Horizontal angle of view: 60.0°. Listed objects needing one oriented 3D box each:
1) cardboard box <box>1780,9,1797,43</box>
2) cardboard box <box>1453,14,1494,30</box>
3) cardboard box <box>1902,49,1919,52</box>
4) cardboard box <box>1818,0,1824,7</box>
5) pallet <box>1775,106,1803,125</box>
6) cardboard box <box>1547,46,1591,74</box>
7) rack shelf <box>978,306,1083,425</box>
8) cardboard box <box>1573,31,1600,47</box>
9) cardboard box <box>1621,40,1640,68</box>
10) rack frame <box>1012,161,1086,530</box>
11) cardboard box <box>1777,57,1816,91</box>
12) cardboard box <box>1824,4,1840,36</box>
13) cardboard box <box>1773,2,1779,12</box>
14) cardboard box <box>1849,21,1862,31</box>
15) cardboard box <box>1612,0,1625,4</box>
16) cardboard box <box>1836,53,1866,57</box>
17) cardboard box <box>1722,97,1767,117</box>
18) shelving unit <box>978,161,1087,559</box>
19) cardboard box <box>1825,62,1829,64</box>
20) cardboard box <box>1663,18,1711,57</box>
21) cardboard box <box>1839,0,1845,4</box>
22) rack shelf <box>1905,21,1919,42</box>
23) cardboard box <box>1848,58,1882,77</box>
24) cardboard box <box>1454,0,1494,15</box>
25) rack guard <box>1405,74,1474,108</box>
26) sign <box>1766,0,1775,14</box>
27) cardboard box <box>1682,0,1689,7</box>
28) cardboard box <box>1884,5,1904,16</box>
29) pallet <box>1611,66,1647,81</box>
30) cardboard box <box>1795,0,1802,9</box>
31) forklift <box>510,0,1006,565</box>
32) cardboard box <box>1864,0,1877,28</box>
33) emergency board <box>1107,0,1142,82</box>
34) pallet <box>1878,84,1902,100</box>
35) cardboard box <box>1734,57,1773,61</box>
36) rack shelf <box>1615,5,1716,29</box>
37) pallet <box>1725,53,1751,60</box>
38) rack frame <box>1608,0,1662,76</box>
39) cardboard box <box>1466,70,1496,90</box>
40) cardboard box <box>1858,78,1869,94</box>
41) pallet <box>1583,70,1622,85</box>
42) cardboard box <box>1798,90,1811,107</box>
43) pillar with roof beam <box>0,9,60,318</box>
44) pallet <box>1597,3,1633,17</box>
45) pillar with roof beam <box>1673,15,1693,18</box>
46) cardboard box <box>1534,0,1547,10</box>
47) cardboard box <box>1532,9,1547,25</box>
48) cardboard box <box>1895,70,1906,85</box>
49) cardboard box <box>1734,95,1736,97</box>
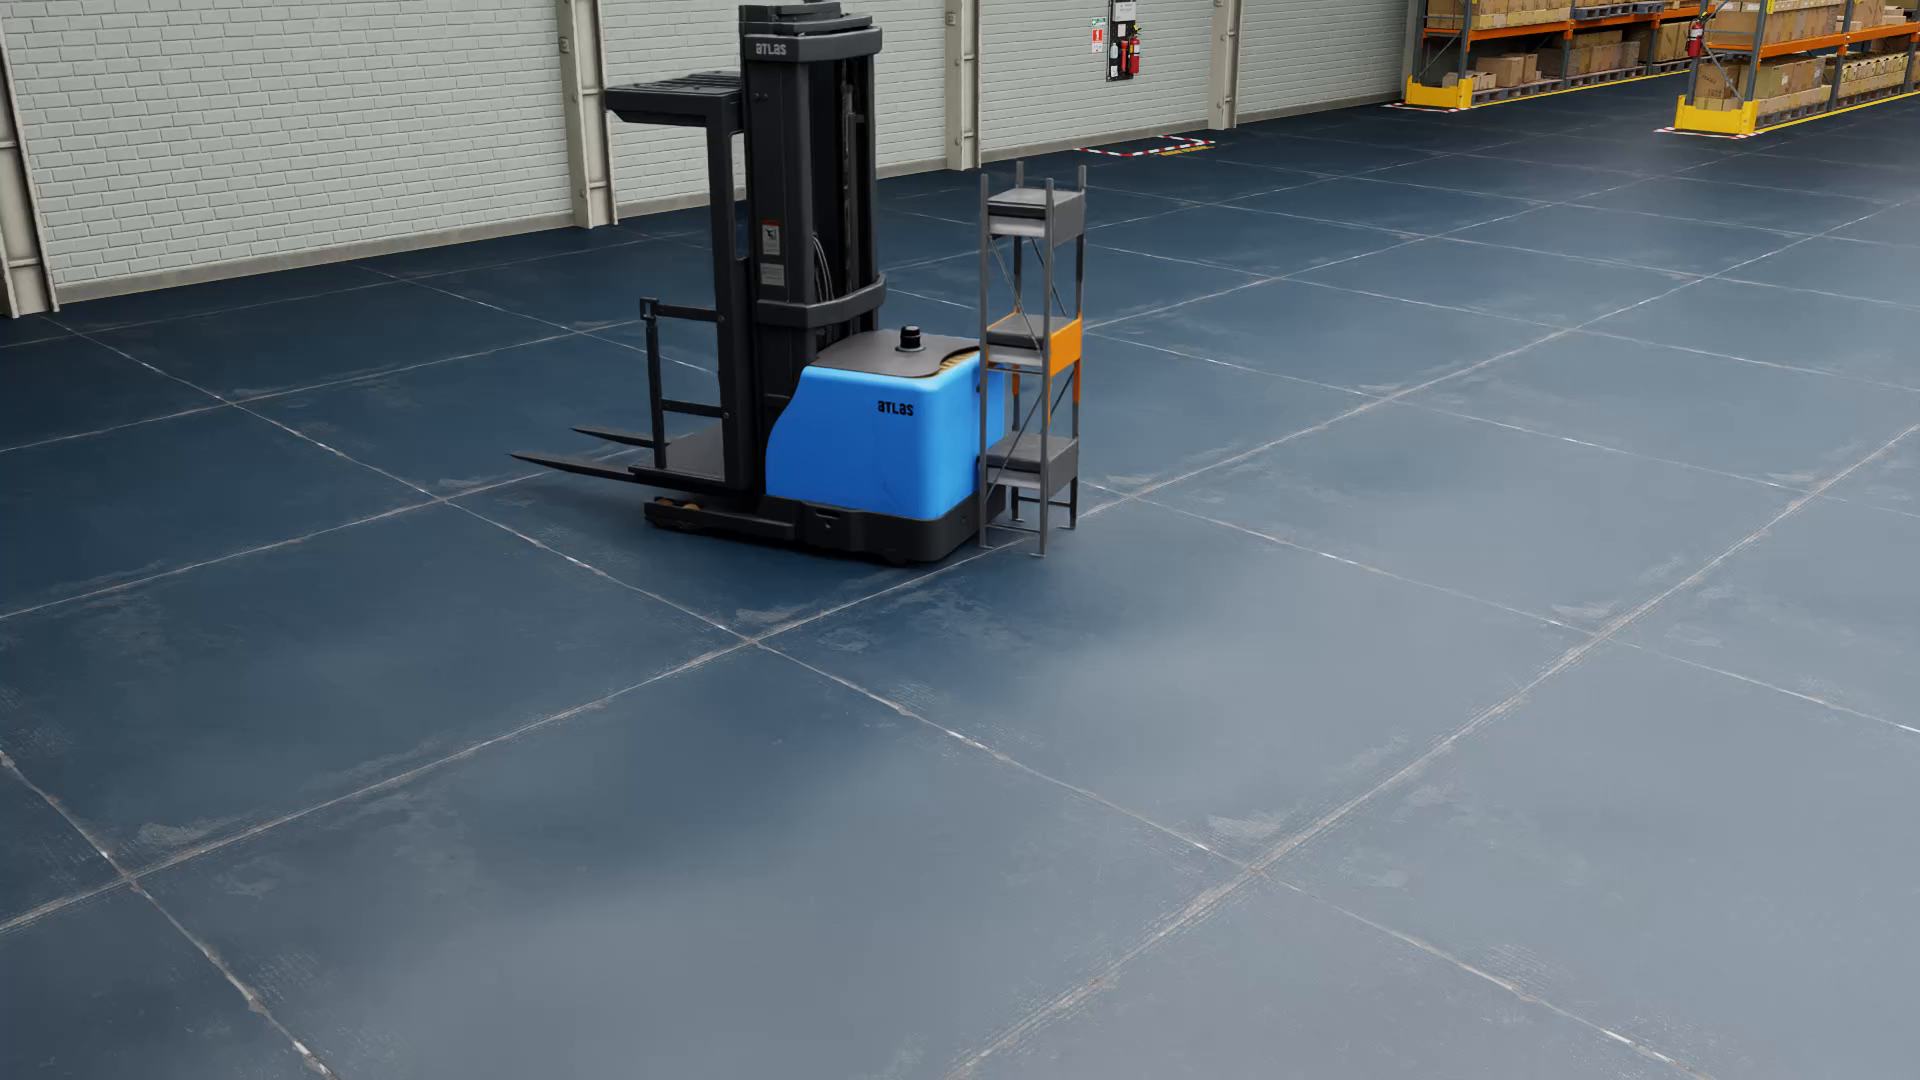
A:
[{"bbox_3d":[13.149,-8.404,27.119,0.700,0.500,0.500,19,28,41],"label":"cardboard box"},{"bbox_3d":[9.117,-9.202,29.517,0.500,0.250,0.500,18,28,39],"label":"cardboard box"},{"bbox_3d":[18.565,-9.255,32.343,0.500,0.500,0.500,18,27,39],"label":"cardboard box"},{"bbox_3d":[14.144,-8.971,27.691,0.380,0.149,0.250,19,28,40],"label":"cardboard box"},{"bbox_3d":[13.455,-7.196,28.002,1.003,0.211,1.213,19,28,41],"label":"pallet"},{"bbox_3d":[12.166,-9.623,33.300,0.700,0.500,0.500,19,28,40],"label":"cardboard box"},{"bbox_3d":[0.395,-0.975,9.222,0.431,0.518,0.480,9,23,22],"label":"rack shelf"},{"bbox_3d":[12.506,-10.076,33.434,0.500,0.250,0.500,18,28,39],"label":"cardboard box"},{"bbox_3d":[13.665,-10.114,34.578,0.500,0.500,0.700,-20,29,-41],"label":"cardboard box"},{"bbox_3d":[0.495,-1.067,9.425,0.400,2.100,0.015,9,23,22],"label":"rack frame"},{"bbox_3d":[14.021,-7.840,27.993,0.500,0.500,0.500,19,28,41],"label":"cardboard box"},{"bbox_3d":[14.586,-8.937,28.507,0.700,0.500,0.500,18,28,39],"label":"cardboard box"},{"bbox_3d":[12.711,-8.443,26.317,0.380,0.149,0.250,18,28,39],"label":"cardboard box"},{"bbox_3d":[15.656,-9.066,29.330,0.380,0.149,0.250,19,28,41],"label":"cardboard box"},{"bbox_3d":[12.956,-11.076,33.459,0.700,0.500,0.500,19,28,41],"label":"cardboard box"},{"bbox_3d":[16.746,-9.011,31.302,0.500,0.311,0.500,18,28,39],"label":"cardboard box"},{"bbox_3d":[12.634,-6.973,26.782,0.500,0.250,0.500,19,28,41],"label":"cardboard box"},{"bbox_3d":[0.395,-0.988,9.217,0.431,2.100,0.503,9,23,22],"label":"shelving unit"},{"bbox_3d":[15.327,-8.492,29.953,0.500,0.311,0.500,-19,28,-41],"label":"cardboard box"},{"bbox_3d":[15.942,-11.065,36.594,0.750,0.750,0.750,-19,28,-40],"label":"cardboard box"},{"bbox_3d":[14.855,-9.232,28.370,0.380,0.149,0.250,19,28,41],"label":"cardboard box"},{"bbox_3d":[19.077,-10.213,32.967,1.077,0.370,4.000,19,28,41],"label":"rack shelf"},{"bbox_3d":[16.430,-8.620,30.286,0.500,0.311,0.500,-19,28,-41],"label":"cardboard box"},{"bbox_3d":[9.097,-9.554,29.386,0.500,0.500,0.500,19,28,41],"label":"cardboard box"},{"bbox_3d":[8.602,-8.070,29.873,1.175,0.500,0.348,19,28,41],"label":"rack guard"},{"bbox_3d":[12.494,-8.279,25.616,0.100,0.325,0.005,19,28,41],"label":"sign"},{"bbox_3d":[15.403,-11.530,35.714,0.250,0.149,0.380,-20,28,-41],"label":"cardboard box"},{"bbox_3d":[17.397,-9.910,31.302,0.500,0.311,0.500,-18,27,-39],"label":"cardboard box"},{"bbox_3d":[13.584,-9.771,34.703,1.003,0.211,1.213,19,28,41],"label":"pallet"},{"bbox_3d":[13.426,-8.706,27.001,0.380,0.149,0.250,19,28,40],"label":"cardboard box"},{"bbox_3d":[-1.287,-1.571,9.576,3.031,2.935,1.130,10,23,23],"label":"forklift"},{"bbox_3d":[16.156,-9.511,29.998,0.500,0.500,0.500,19,28,41],"label":"cardboard box"},{"bbox_3d":[2.481,-7.445,24.765,0.194,1.169,0.643,19,28,41],"label":"emergency board"},{"bbox_3d":[17.079,-8.531,31.476,1.003,0.211,1.213,19,28,41],"label":"pallet"},{"bbox_3d":[13.299,-7.842,27.998,0.500,0.500,0.500,19,28,41],"label":"cardboard box"},{"bbox_3d":[15.525,-11.452,36.191,1.077,0.370,4.000,19,28,41],"label":"rack shelf"},{"bbox_3d":[17.507,-11.176,38.357,1.003,0.211,1.213,19,28,41],"label":"pallet"},{"bbox_3d":[14.130,-11.273,34.724,1.000,3.000,0.127,19,28,41],"label":"rack frame"},{"bbox_3d":[9.494,-8.469,30.563,0.500,0.311,0.500,-17,27,-38],"label":"cardboard box"},{"bbox_3d":[16.067,-8.226,30.041,0.500,0.250,0.500,18,28,39],"label":"cardboard box"},{"bbox_3d":[12.733,-9.459,33.891,1.003,0.211,1.213,19,28,41],"label":"pallet"},{"bbox_3d":[14.030,-7.487,28.119,0.500,0.250,0.500,19,28,41],"label":"cardboard box"},{"bbox_3d":[-5.240,-5.167,10.475,9.100,9.000,0.400,19,28,41],"label":"pillar with roof beam"},{"bbox_3d":[12.778,-10.665,33.408,1.003,0.211,1.213,19,28,41],"label":"pallet"},{"bbox_3d":[19.873,-14.421,34.551,9.100,9.000,0.400,19,28,41],"label":"pillar with roof beam"},{"bbox_3d":[10.528,-10.079,30.753,0.500,0.500,0.500,18,28,39],"label":"cardboard box"},{"bbox_3d":[10.533,-9.728,30.884,0.500,0.250,0.500,19,28,40],"label":"cardboard box"},{"bbox_3d":[17.489,-8.751,31.408,0.500,0.250,0.500,-19,28,-41],"label":"cardboard box"},{"bbox_3d":[12.603,-7.234,27.462,0.500,0.250,0.500,19,28,41],"label":"cardboard box"}]
